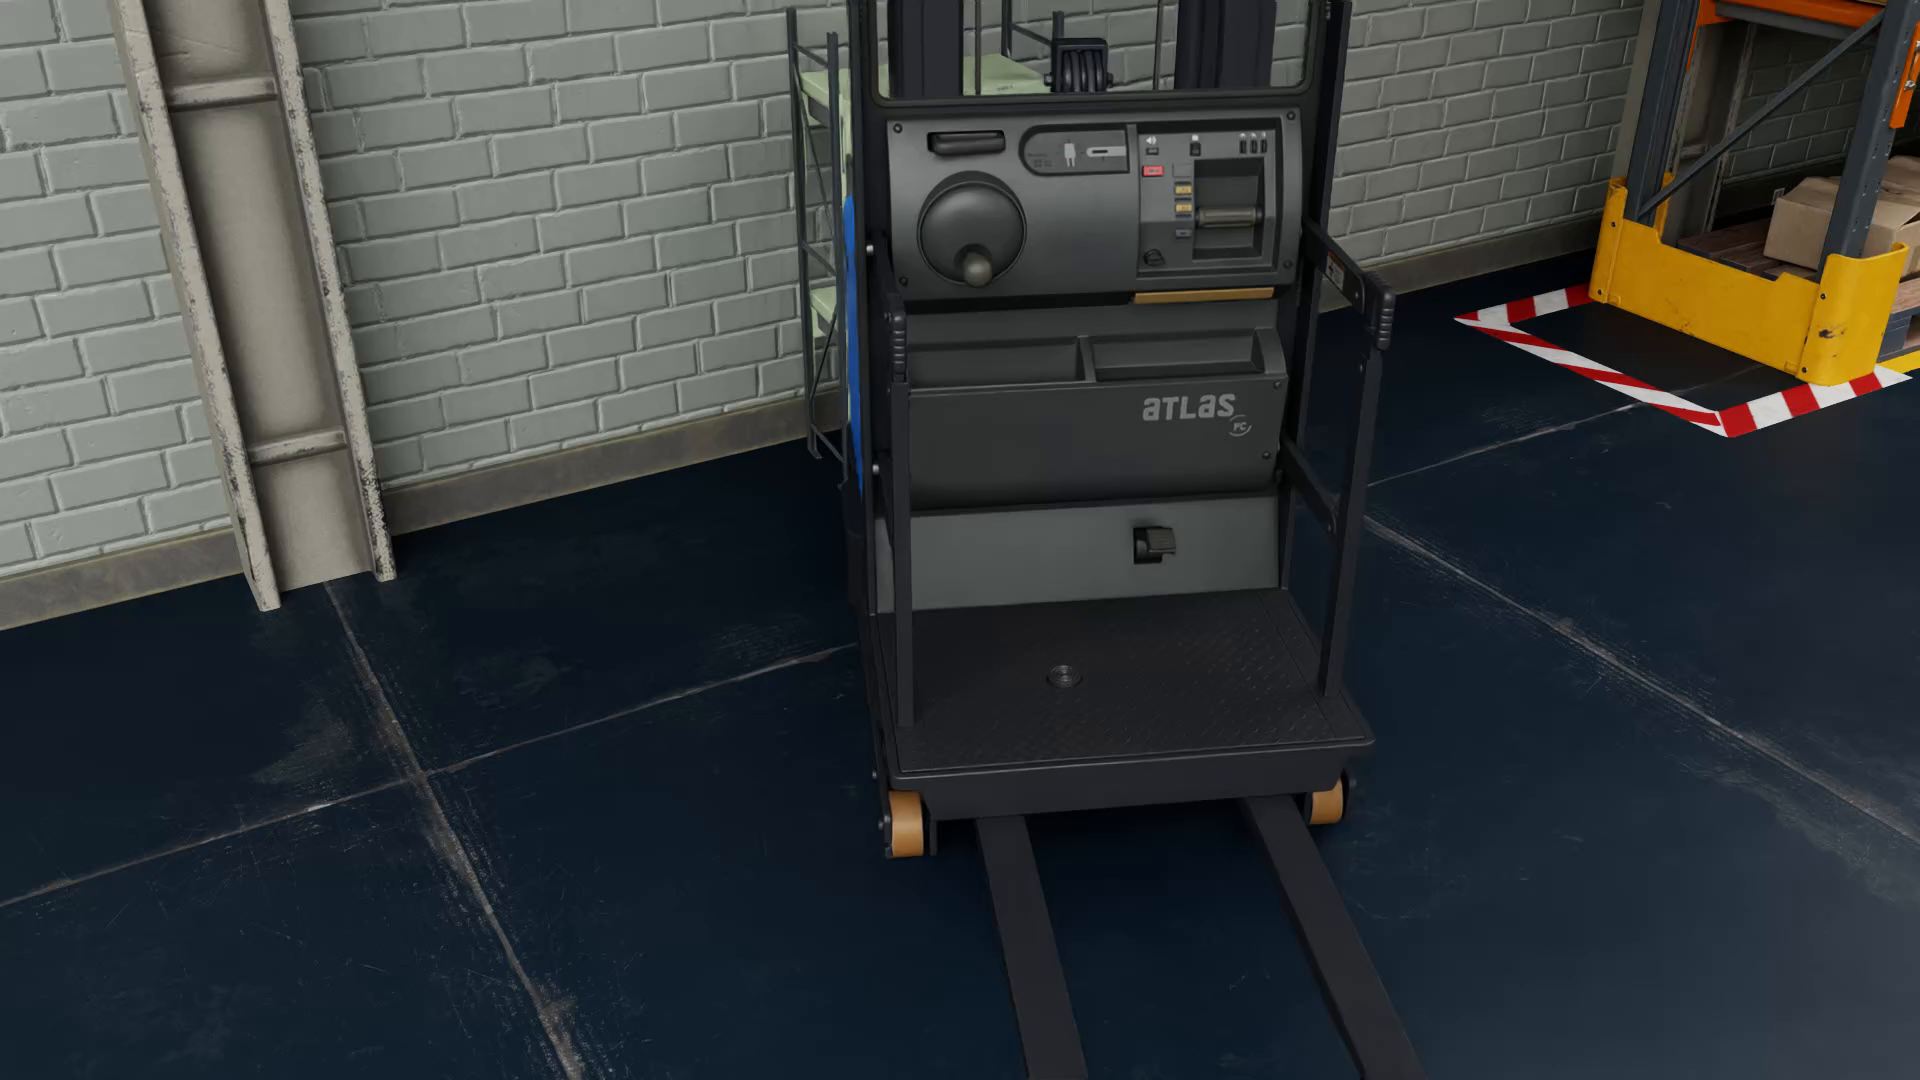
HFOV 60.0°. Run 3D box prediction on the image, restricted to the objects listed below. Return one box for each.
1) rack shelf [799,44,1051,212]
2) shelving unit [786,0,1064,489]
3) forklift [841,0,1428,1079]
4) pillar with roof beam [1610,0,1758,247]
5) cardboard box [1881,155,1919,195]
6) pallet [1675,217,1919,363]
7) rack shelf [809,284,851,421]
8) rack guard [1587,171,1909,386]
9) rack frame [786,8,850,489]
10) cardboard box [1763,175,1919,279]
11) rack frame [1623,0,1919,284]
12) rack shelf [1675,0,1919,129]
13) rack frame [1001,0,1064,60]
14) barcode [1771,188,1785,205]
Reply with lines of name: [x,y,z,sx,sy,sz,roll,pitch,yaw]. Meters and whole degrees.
rack shelf: [-0.109,-1.302,5.250,0.720,0.370,0.431,-12,31,-21]
shelving unit: [-0.109,-0.961,5.438,0.755,1.500,0.431,-12,31,-21]
forklift: [0.333,-0.716,3.514,1.130,2.935,3.031,-3,29,-6]
pillar with roof beam: [5.401,-3.517,2.309,0.400,9.000,9.100,-16,33,-26]
cardboard box: [4.189,-1.439,7.080,0.500,0.311,0.500,-13,31,-22]
pallet: [3.839,-1.134,7.086,1.213,0.211,1.003,-16,33,-26]
rack shelf: [-0.109,-0.675,5.596,0.720,0.370,0.431,-12,31,-21]
rack guard: [3.121,-1.076,6.683,0.348,0.500,1.175,-16,33,-26]
rack frame: [-0.443,-0.889,5.308,0.023,1.500,0.400,-12,31,-21]
cardboard box: [3.697,-1.299,6.827,0.500,0.311,0.500,-20,35,-32]
rack frame: [3.055,-2.152,6.045,0.127,3.000,1.000,-16,33,-26]
rack shelf: [4.780,-2.327,7.106,4.000,0.370,1.077,-16,33,-26]
rack frame: [0.226,-1.032,5.568,0.023,1.500,0.400,-12,31,-21]
barcode: [3.510,-1.474,7.135,0.075,0.075,0.001,-16,33,-26]
